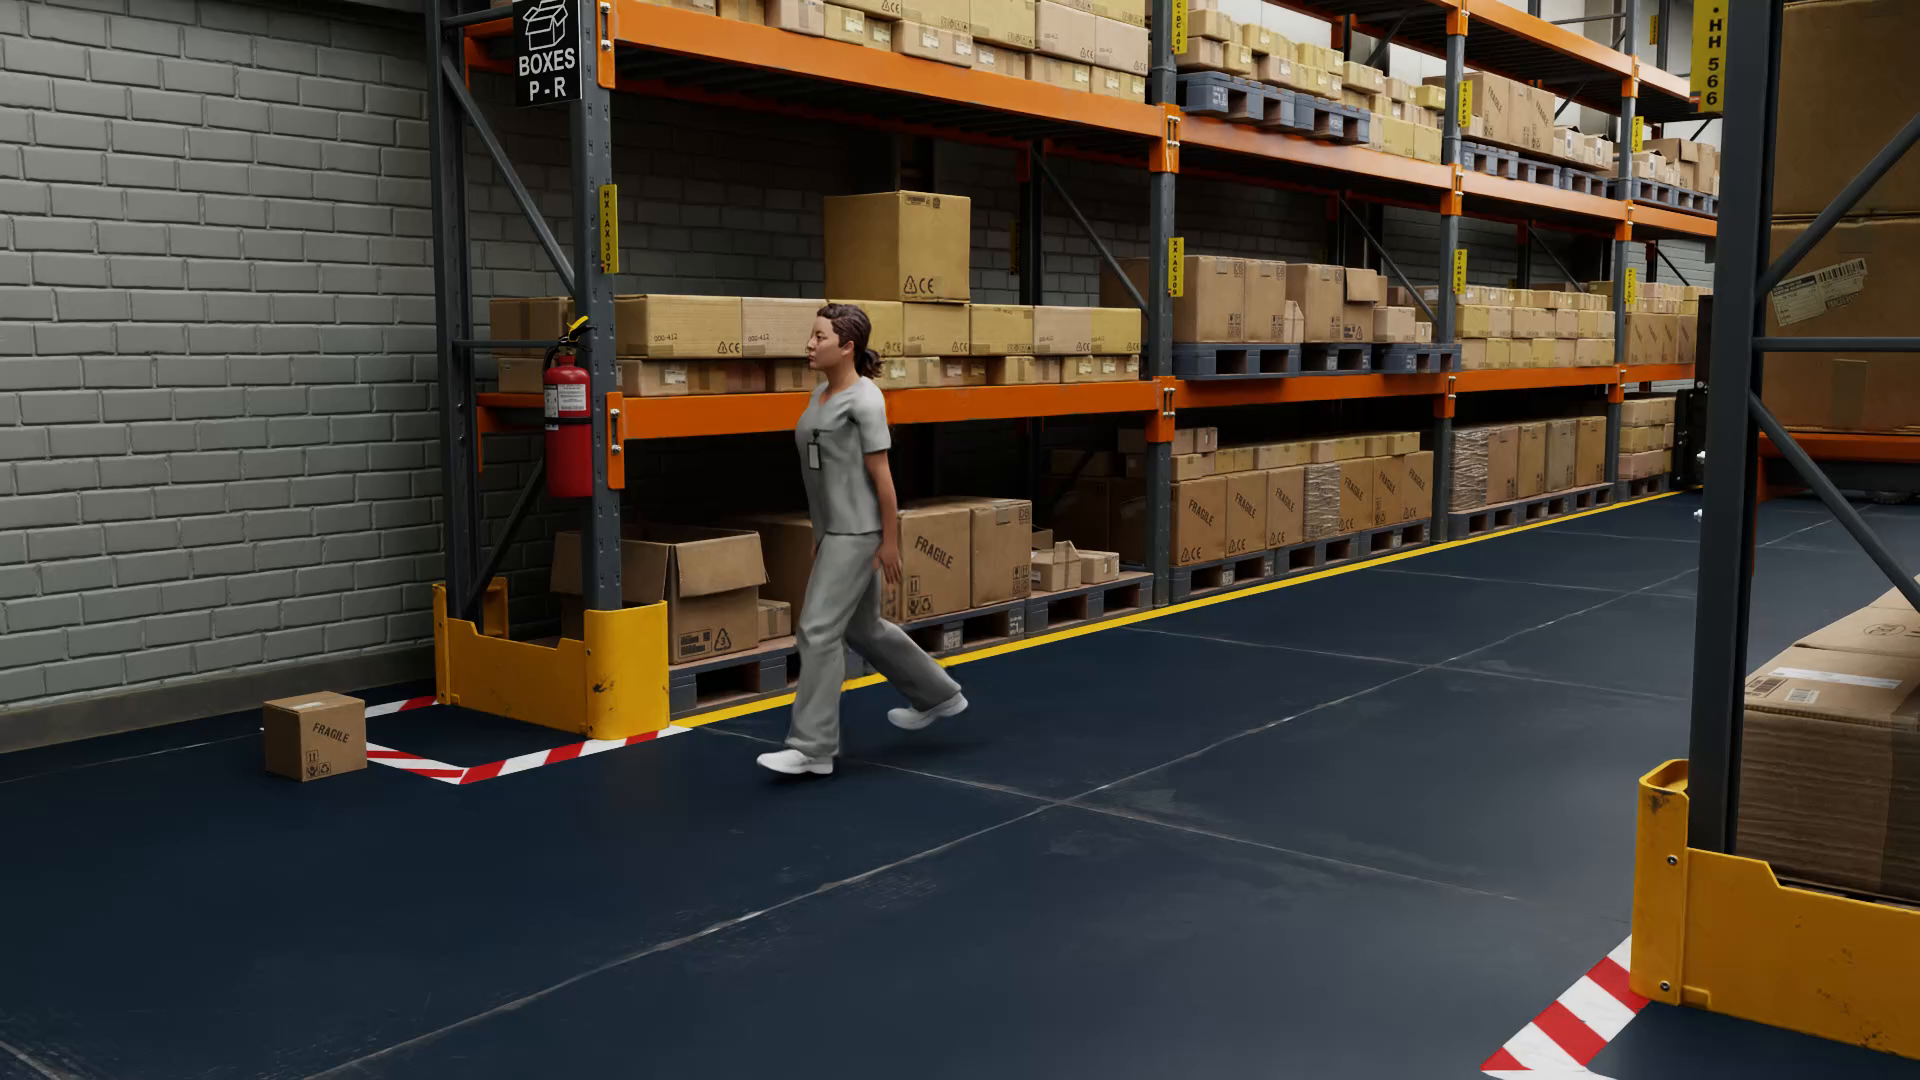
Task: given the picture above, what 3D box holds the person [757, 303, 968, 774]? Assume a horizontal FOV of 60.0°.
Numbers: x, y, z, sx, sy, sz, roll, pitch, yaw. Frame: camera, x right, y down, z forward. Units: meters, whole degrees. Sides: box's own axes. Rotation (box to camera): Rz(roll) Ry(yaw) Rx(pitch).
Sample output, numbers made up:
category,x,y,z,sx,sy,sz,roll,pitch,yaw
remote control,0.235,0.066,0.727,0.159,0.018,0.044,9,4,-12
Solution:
category,x,y,z,sx,sy,sz,roll,pitch,yaw
person,-0.354,-0.016,5.931,0.890,1.642,0.451,-3,7,-25
